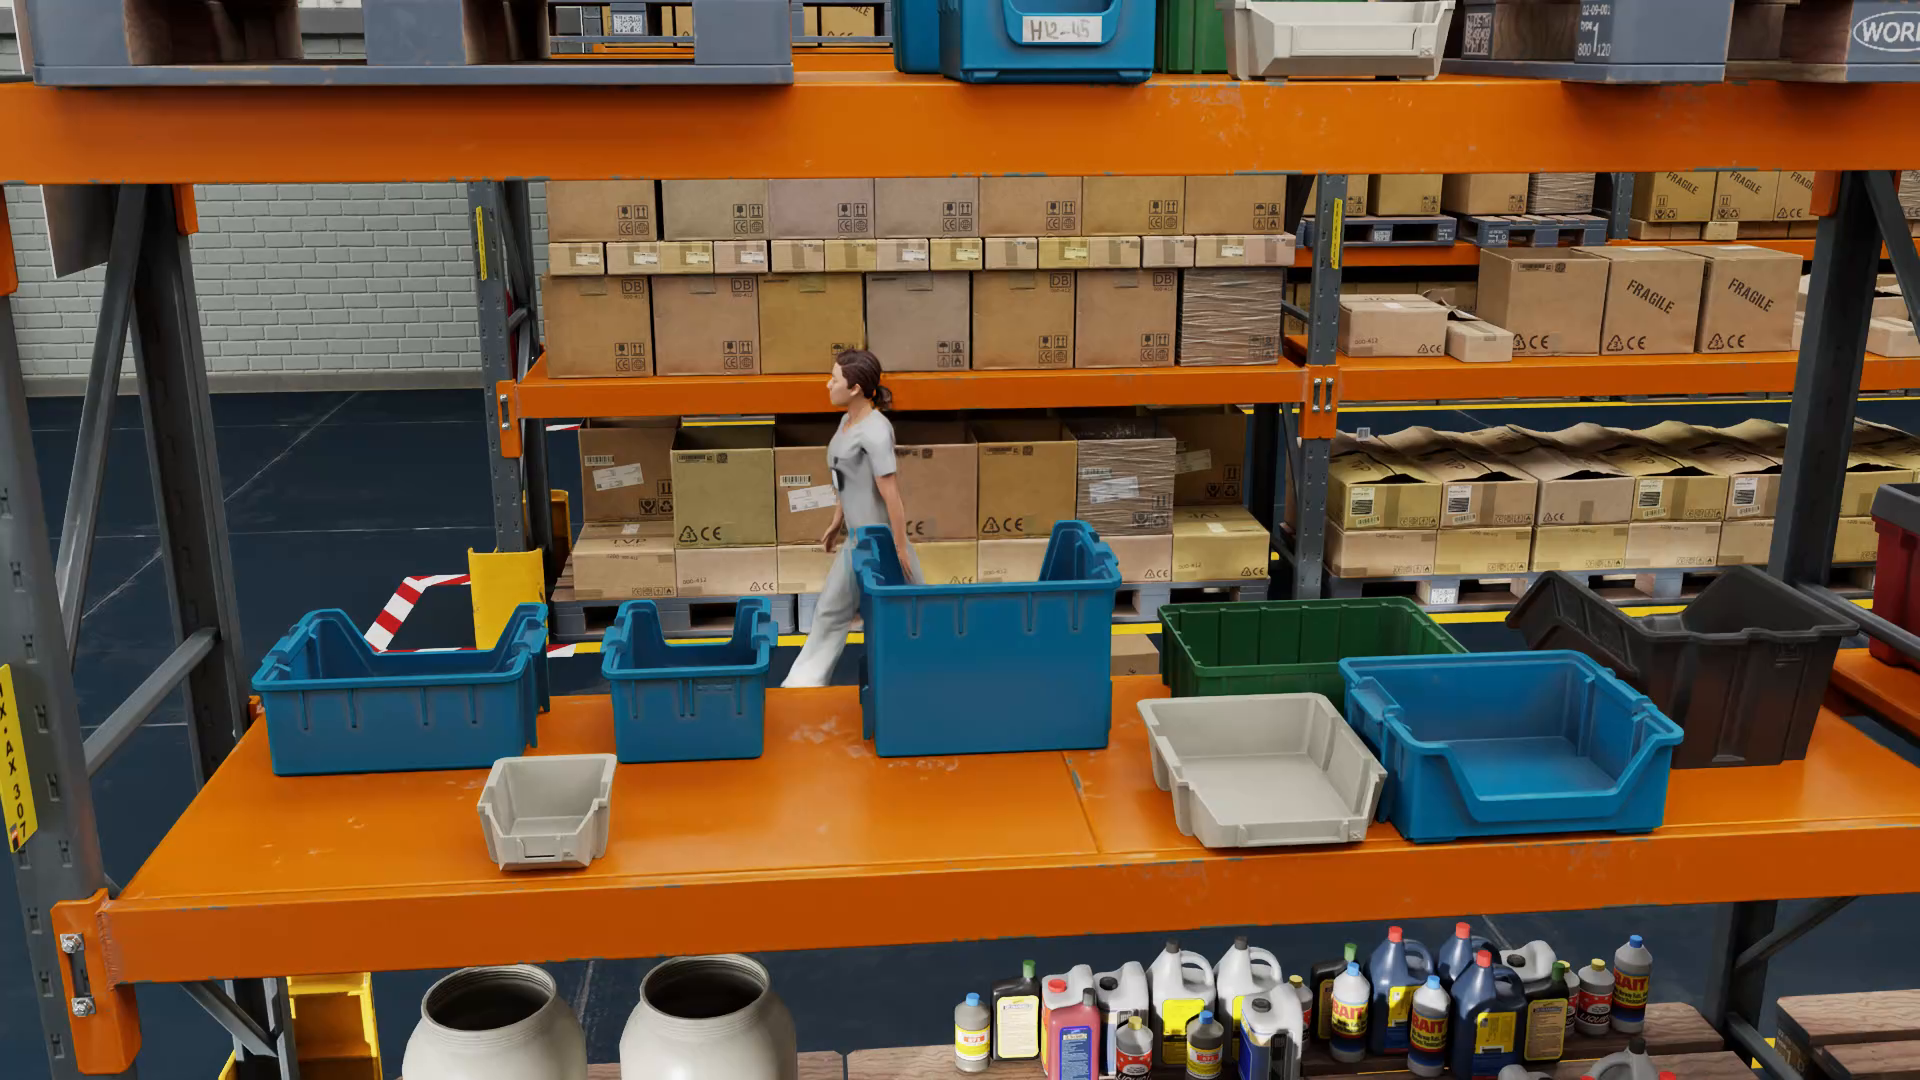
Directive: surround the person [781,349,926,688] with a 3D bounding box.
[{"bbox_3d":[-0.398,-0.029,7.176,1.053,1.610,0.467,-2,17,-8],"label":"person"}]
